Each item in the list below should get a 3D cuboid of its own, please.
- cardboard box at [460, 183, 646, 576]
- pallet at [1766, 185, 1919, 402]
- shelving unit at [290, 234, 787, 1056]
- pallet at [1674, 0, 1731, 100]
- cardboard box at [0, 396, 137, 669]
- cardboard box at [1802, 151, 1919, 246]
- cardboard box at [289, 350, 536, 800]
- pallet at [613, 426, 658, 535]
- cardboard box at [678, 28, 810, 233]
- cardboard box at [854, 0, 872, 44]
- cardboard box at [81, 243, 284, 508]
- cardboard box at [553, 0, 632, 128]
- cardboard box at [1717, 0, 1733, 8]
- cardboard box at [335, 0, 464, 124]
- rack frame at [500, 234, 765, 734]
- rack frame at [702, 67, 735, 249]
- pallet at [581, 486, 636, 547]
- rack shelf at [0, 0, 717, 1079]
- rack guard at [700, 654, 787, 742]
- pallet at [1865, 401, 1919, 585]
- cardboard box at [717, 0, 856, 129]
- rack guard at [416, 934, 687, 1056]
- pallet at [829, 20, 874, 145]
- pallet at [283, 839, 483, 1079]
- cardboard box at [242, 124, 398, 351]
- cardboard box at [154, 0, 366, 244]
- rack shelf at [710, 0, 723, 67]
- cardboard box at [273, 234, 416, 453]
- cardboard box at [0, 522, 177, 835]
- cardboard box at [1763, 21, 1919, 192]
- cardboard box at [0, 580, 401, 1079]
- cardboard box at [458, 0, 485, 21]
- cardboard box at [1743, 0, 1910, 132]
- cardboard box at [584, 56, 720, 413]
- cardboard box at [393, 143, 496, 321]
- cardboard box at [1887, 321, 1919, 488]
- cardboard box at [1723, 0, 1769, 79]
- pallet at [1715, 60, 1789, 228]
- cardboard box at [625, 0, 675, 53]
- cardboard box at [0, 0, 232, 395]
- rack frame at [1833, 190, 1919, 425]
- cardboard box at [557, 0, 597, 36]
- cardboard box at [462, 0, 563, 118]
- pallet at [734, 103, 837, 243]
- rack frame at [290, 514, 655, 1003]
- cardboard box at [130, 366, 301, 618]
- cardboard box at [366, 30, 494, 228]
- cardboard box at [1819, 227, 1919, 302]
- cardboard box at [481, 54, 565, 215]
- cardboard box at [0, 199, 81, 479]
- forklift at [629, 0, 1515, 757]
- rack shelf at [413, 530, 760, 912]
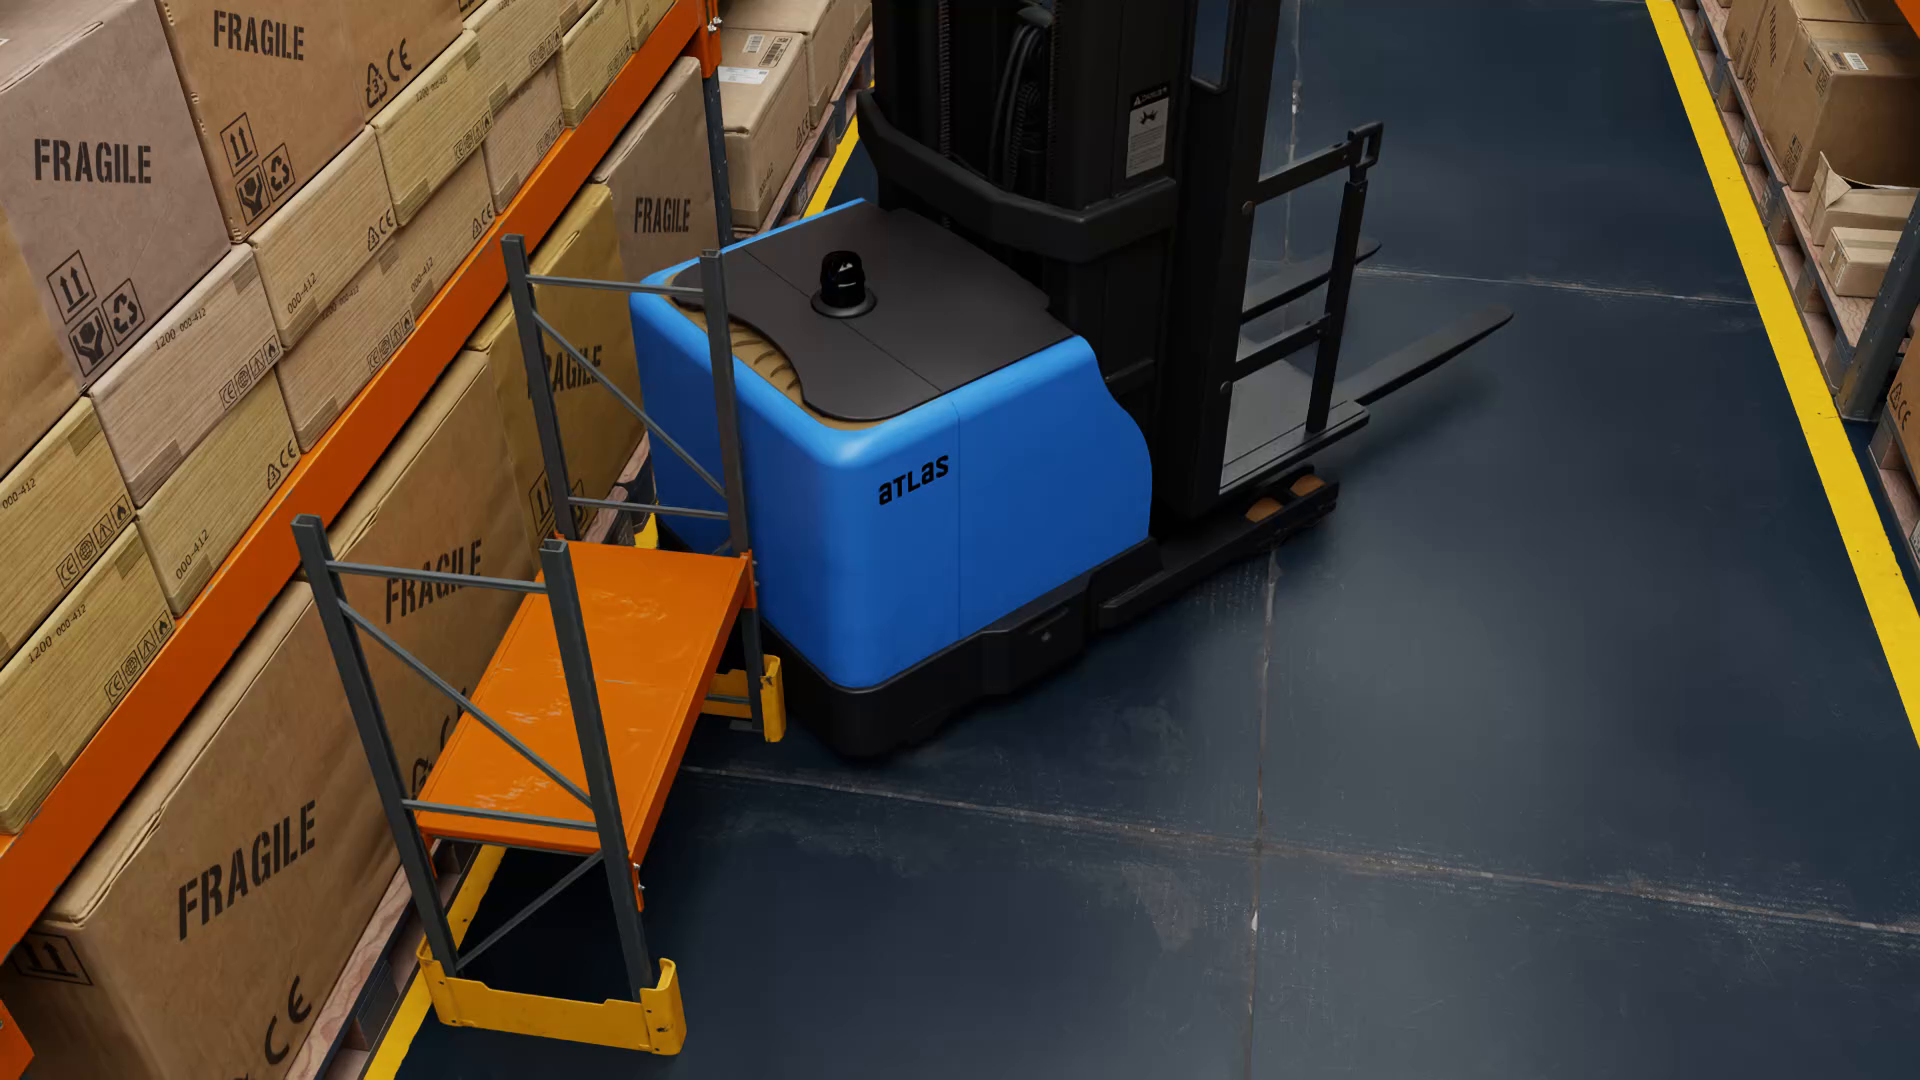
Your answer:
[{"bbox_3d":[-1.519,-0.472,4.804,0.875,0.875,0.875,7,40,9],"label":"cardboard box"},{"bbox_3d":[3.667,-0.905,6.180,1.003,0.211,1.213,6,40,8],"label":"pallet"},{"bbox_3d":[-0.852,0.239,3.784,0.587,1.500,1.083,6,40,7],"label":"shelving unit"},{"bbox_3d":[4.089,-2.437,8.032,1.003,0.211,1.213,6,40,8],"label":"pallet"},{"bbox_3d":[-1.703,-0.010,2.633,0.500,0.250,0.500,6,40,7],"label":"cardboard box"},{"bbox_3d":[3.416,-1.264,6.240,0.396,0.266,0.258,8,40,9],"label":"cardboard box"},{"bbox_3d":[-1.675,0.089,4.126,0.875,0.875,0.875,7,40,8],"label":"cardboard box"},{"bbox_3d":[-1.402,-0.527,5.722,1.003,0.211,1.213,6,40,8],"label":"pallet"},{"bbox_3d":[-1.128,-1.651,6.574,0.875,0.438,0.875,6,40,7],"label":"cardboard box"},{"bbox_3d":[-0.816,-2.779,7.938,0.875,0.438,0.875,7,40,9],"label":"cardboard box"},{"bbox_3d":[-1.613,-0.334,3.025,0.500,0.250,0.500,7,40,9],"label":"cardboard box"},{"bbox_3d":[-1.261,-1.408,4.716,0.500,0.250,0.500,6,40,7],"label":"cardboard box"},{"bbox_3d":[4.040,-2.886,8.016,0.797,0.503,0.637,5,40,6],"label":"cardboard box"},{"bbox_3d":[-1.436,-1.242,3.535,0.500,0.500,0.500,7,40,8],"label":"cardboard box"},{"bbox_3d":[-0.775,-0.075,4.164,0.500,1.500,0.032,6,40,7],"label":"rack frame"},{"bbox_3d":[-1.342,-2.094,5.429,1.000,3.000,0.127,6,40,8],"label":"rack frame"},{"bbox_3d":[-1.610,0.241,4.793,1.003,0.211,1.213,6,40,8],"label":"pallet"},{"bbox_3d":[-1.688,-0.562,4.140,1.077,0.370,4.000,6,40,8],"label":"rack shelf"},{"bbox_3d":[-0.776,0.407,4.561,0.587,0.250,0.087,6,40,7],"label":"rack guard"},{"bbox_3d":[3.444,0.040,5.036,1.003,0.211,1.213,6,40,8],"label":"pallet"},{"bbox_3d":[-0.974,-2.213,7.254,0.875,0.438,0.875,5,40,6],"label":"cardboard box"},{"bbox_3d":[-0.929,1.035,3.803,0.587,0.250,0.087,6,40,7],"label":"rack guard"},{"bbox_3d":[-0.925,-2.256,7.813,1.003,0.211,1.213,6,40,8],"label":"pallet"},{"bbox_3d":[-1.824,1.004,3.870,1.003,0.211,1.213,6,40,8],"label":"pallet"},{"bbox_3d":[-1.515,-0.645,3.402,0.500,0.250,0.500,6,40,8],"label":"cardboard box"},{"bbox_3d":[-1.527,-0.926,3.153,0.500,0.500,0.500,7,40,9],"label":"cardboard box"},{"bbox_3d":[-0.996,-3.072,7.176,1.077,0.370,4.000,6,40,8],"label":"rack shelf"},{"bbox_3d":[-1.534,-0.458,3.568,0.500,0.250,0.500,8,40,9],"label":"cardboard box"},{"bbox_3d":[-1.702,0.194,2.779,0.500,0.250,0.500,6,40,7],"label":"cardboard box"},{"bbox_3d":[3.674,-1.701,6.586,0.700,0.500,0.500,5,40,6],"label":"cardboard box"},{"bbox_3d":[-1.833,0.649,3.449,0.875,0.875,0.875,6,40,7],"label":"cardboard box"},{"bbox_3d":[-1.362,-1.569,3.930,0.500,0.500,0.500,8,40,9],"label":"cardboard box"},{"bbox_3d":[3.664,-2.032,6.986,0.500,0.500,0.500,7,40,8],"label":"cardboard box"},{"bbox_3d":[-1.371,-1.039,5.491,0.875,0.875,0.875,8,40,9],"label":"cardboard box"},{"bbox_3d":[-1.452,-0.769,3.943,0.500,0.250,0.500,6,40,8],"label":"cardboard box"},{"bbox_3d":[3.242,-0.469,5.095,0.500,0.500,0.500,8,40,10],"label":"cardboard box"},{"bbox_3d":[3.854,-2.353,7.374,0.700,0.500,0.500,8,40,9],"label":"cardboard box"},{"bbox_3d":[3.876,-1.673,7.109,1.003,0.211,1.213,6,40,8],"label":"pallet"},{"bbox_3d":[-1.172,-1.727,5.103,0.500,0.250,0.500,5,40,7],"label":"cardboard box"},{"bbox_3d":[-1.632,-0.603,2.762,0.500,0.500,0.500,7,40,8],"label":"cardboard box"},{"bbox_3d":[3.547,-1.549,4.770,1.000,3.000,0.127,6,40,8],"label":"rack frame"},{"bbox_3d":[-1.258,-1.611,4.570,0.500,0.250,0.500,7,40,9],"label":"cardboard box"},{"bbox_3d":[-1.342,-1.285,4.176,0.500,0.250,0.500,7,40,9],"label":"cardboard box"},{"bbox_3d":[-1.134,-1.488,6.884,1.003,0.211,1.213,6,40,8],"label":"pallet"},{"bbox_3d":[-0.932,0.565,3.389,0.500,1.500,0.032,6,40,7],"label":"rack frame"},{"bbox_3d":[-1.630,-0.130,3.171,0.500,0.250,0.500,5,40,6],"label":"cardboard box"},{"bbox_3d":[-1.414,-0.962,3.785,0.500,0.250,0.500,7,40,8],"label":"cardboard box"},{"bbox_3d":[3.354,-0.995,6.007,0.380,0.149,0.250,5,40,6],"label":"cardboard box"},{"bbox_3d":[-1.367,-1.093,4.336,0.500,0.250,0.500,5,40,6],"label":"cardboard box"},{"bbox_3d":[-1.708,-0.290,2.384,0.500,0.500,0.500,5,40,6],"label":"cardboard box"},{"bbox_3d":[0.574,-1.331,4.560,3.031,2.935,1.130,-27,47,-29],"label":"forklift"},{"bbox_3d":[-0.854,0.384,3.891,0.538,0.185,1.000,6,40,7],"label":"rack shelf"}]
